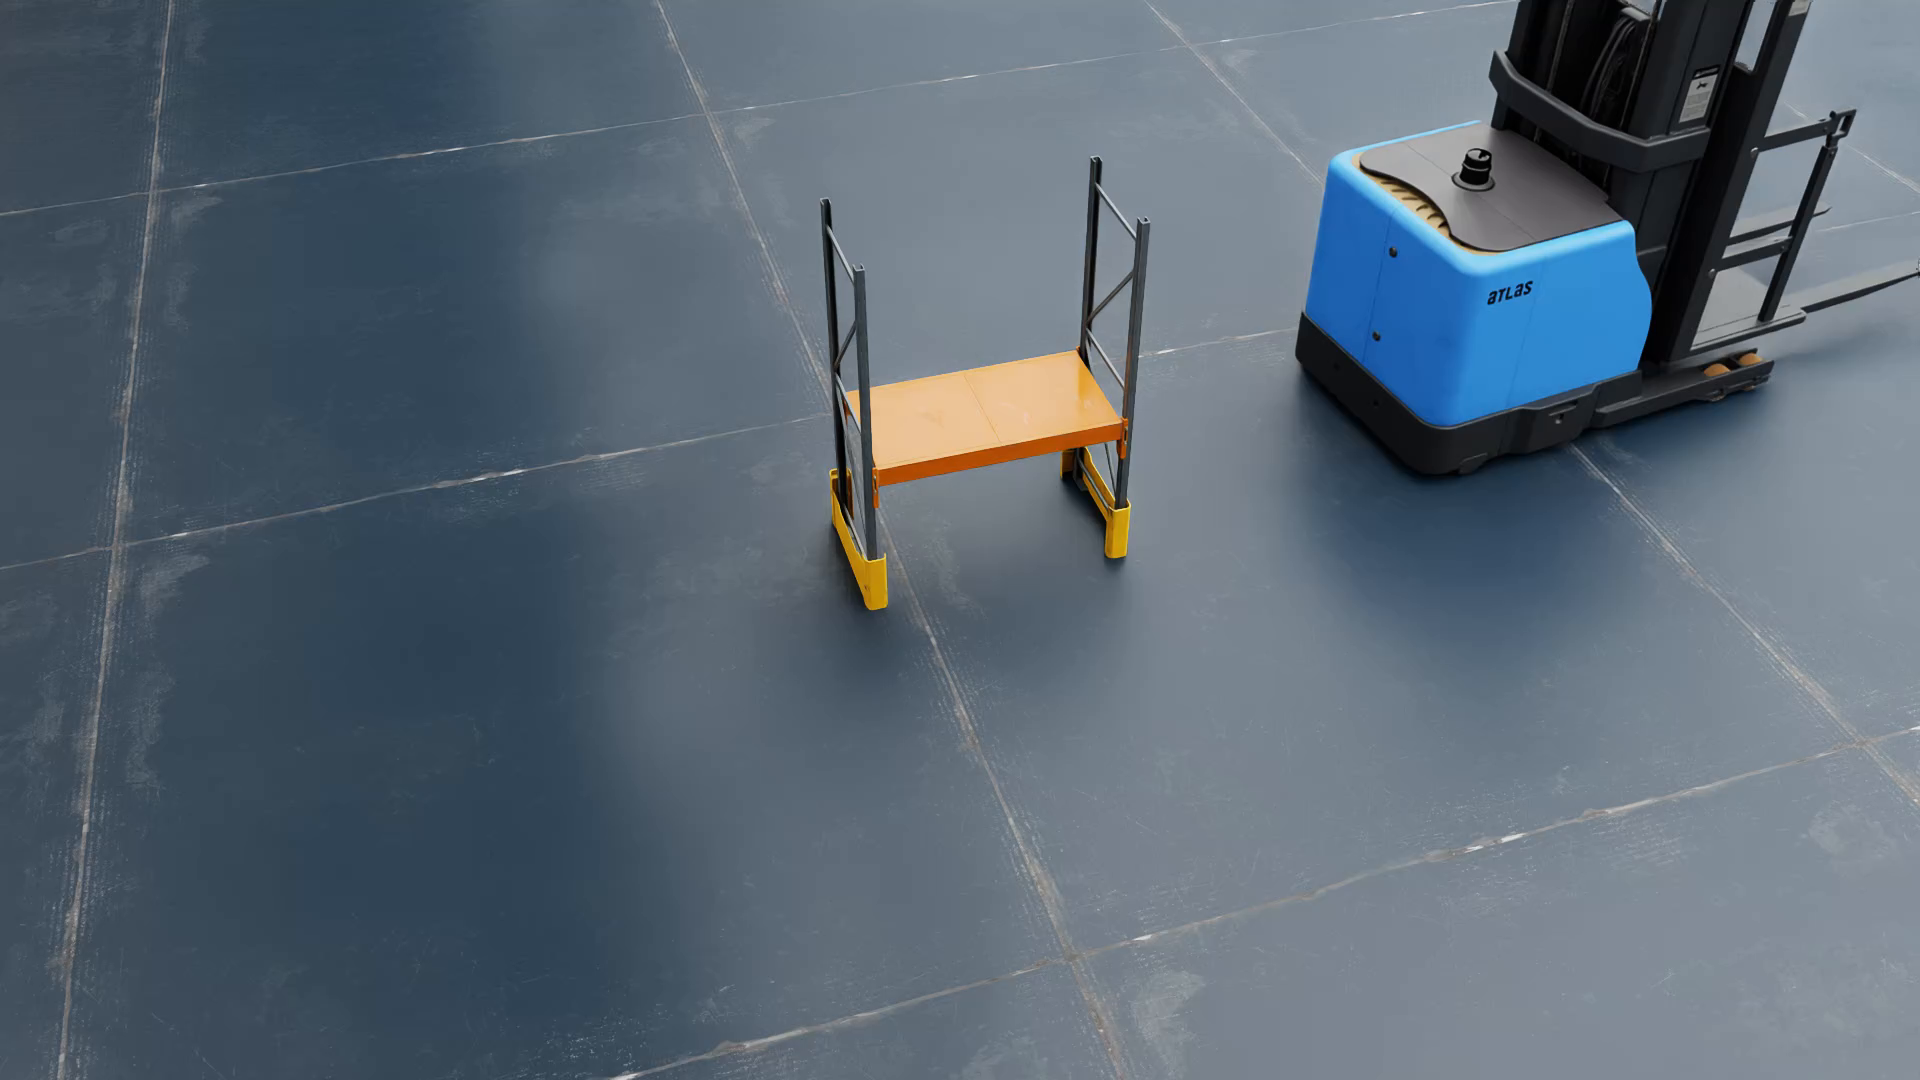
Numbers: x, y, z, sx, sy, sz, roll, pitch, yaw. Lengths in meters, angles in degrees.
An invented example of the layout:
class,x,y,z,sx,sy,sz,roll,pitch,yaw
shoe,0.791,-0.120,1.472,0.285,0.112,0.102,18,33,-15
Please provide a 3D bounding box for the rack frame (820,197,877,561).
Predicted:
class,x,y,z,sx,sy,sz,roll,pitch,yaw
rack frame,-0.404,-0.481,6.161,0.032,1.500,0.500,-12,42,-13

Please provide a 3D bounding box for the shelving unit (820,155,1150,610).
class,x,y,z,sx,sy,sz,roll,pitch,yaw
shelving unit,0.073,-0.580,6.274,1.083,1.500,0.587,-12,42,-13

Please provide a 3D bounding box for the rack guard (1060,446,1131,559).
class,x,y,z,sx,sy,sz,roll,pitch,yaw
rack guard,0.548,-0.208,6.798,0.087,0.250,0.587,-12,42,-13

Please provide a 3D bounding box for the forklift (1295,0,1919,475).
class,x,y,z,sx,sy,sz,roll,pitch,yaw
forklift,3.095,-2.026,6.841,3.031,2.935,1.130,-17,44,-18

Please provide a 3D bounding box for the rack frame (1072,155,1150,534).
class,x,y,z,sx,sy,sz,roll,pitch,yaw
rack frame,0.566,-0.682,6.391,0.032,1.500,0.500,-12,42,-13

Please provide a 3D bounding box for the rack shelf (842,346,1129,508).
class,x,y,z,sx,sy,sz,roll,pitch,yaw
rack shelf,0.081,-0.446,6.394,1.000,0.185,0.538,-12,42,-13

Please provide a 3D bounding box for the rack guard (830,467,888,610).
class,x,y,z,sx,sy,sz,roll,pitch,yaw
rack guard,-0.402,-0.011,6.572,0.087,0.250,0.587,-12,42,-13
